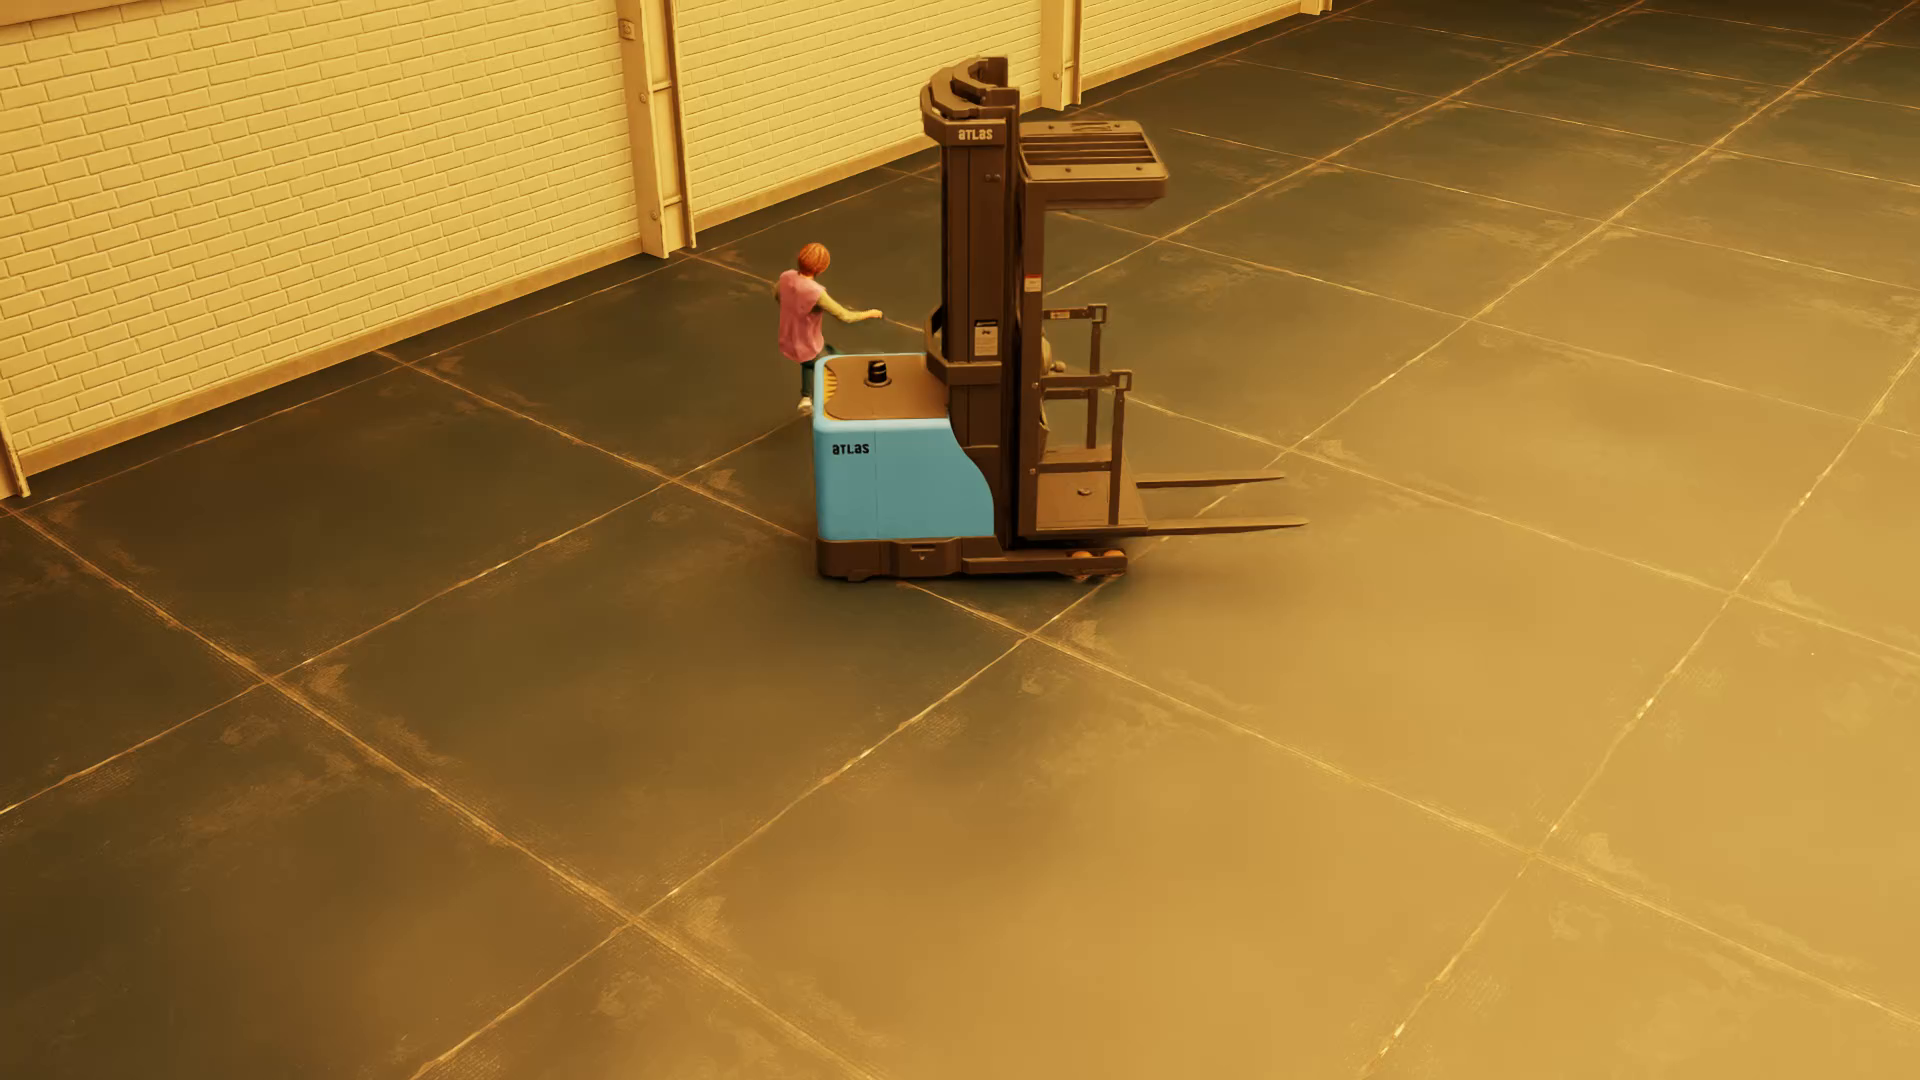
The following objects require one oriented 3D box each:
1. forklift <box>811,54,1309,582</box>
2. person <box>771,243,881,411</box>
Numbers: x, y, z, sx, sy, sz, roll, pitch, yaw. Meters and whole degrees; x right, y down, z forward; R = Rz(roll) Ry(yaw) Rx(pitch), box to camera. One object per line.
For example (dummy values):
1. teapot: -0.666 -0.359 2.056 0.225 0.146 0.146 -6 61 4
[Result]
1. forklift: 0.619 -1.295 9.812 3.031 2.935 1.130 -2 30 -3
2. person: -0.937 -1.422 11.580 0.752 1.432 0.679 24 38 35
